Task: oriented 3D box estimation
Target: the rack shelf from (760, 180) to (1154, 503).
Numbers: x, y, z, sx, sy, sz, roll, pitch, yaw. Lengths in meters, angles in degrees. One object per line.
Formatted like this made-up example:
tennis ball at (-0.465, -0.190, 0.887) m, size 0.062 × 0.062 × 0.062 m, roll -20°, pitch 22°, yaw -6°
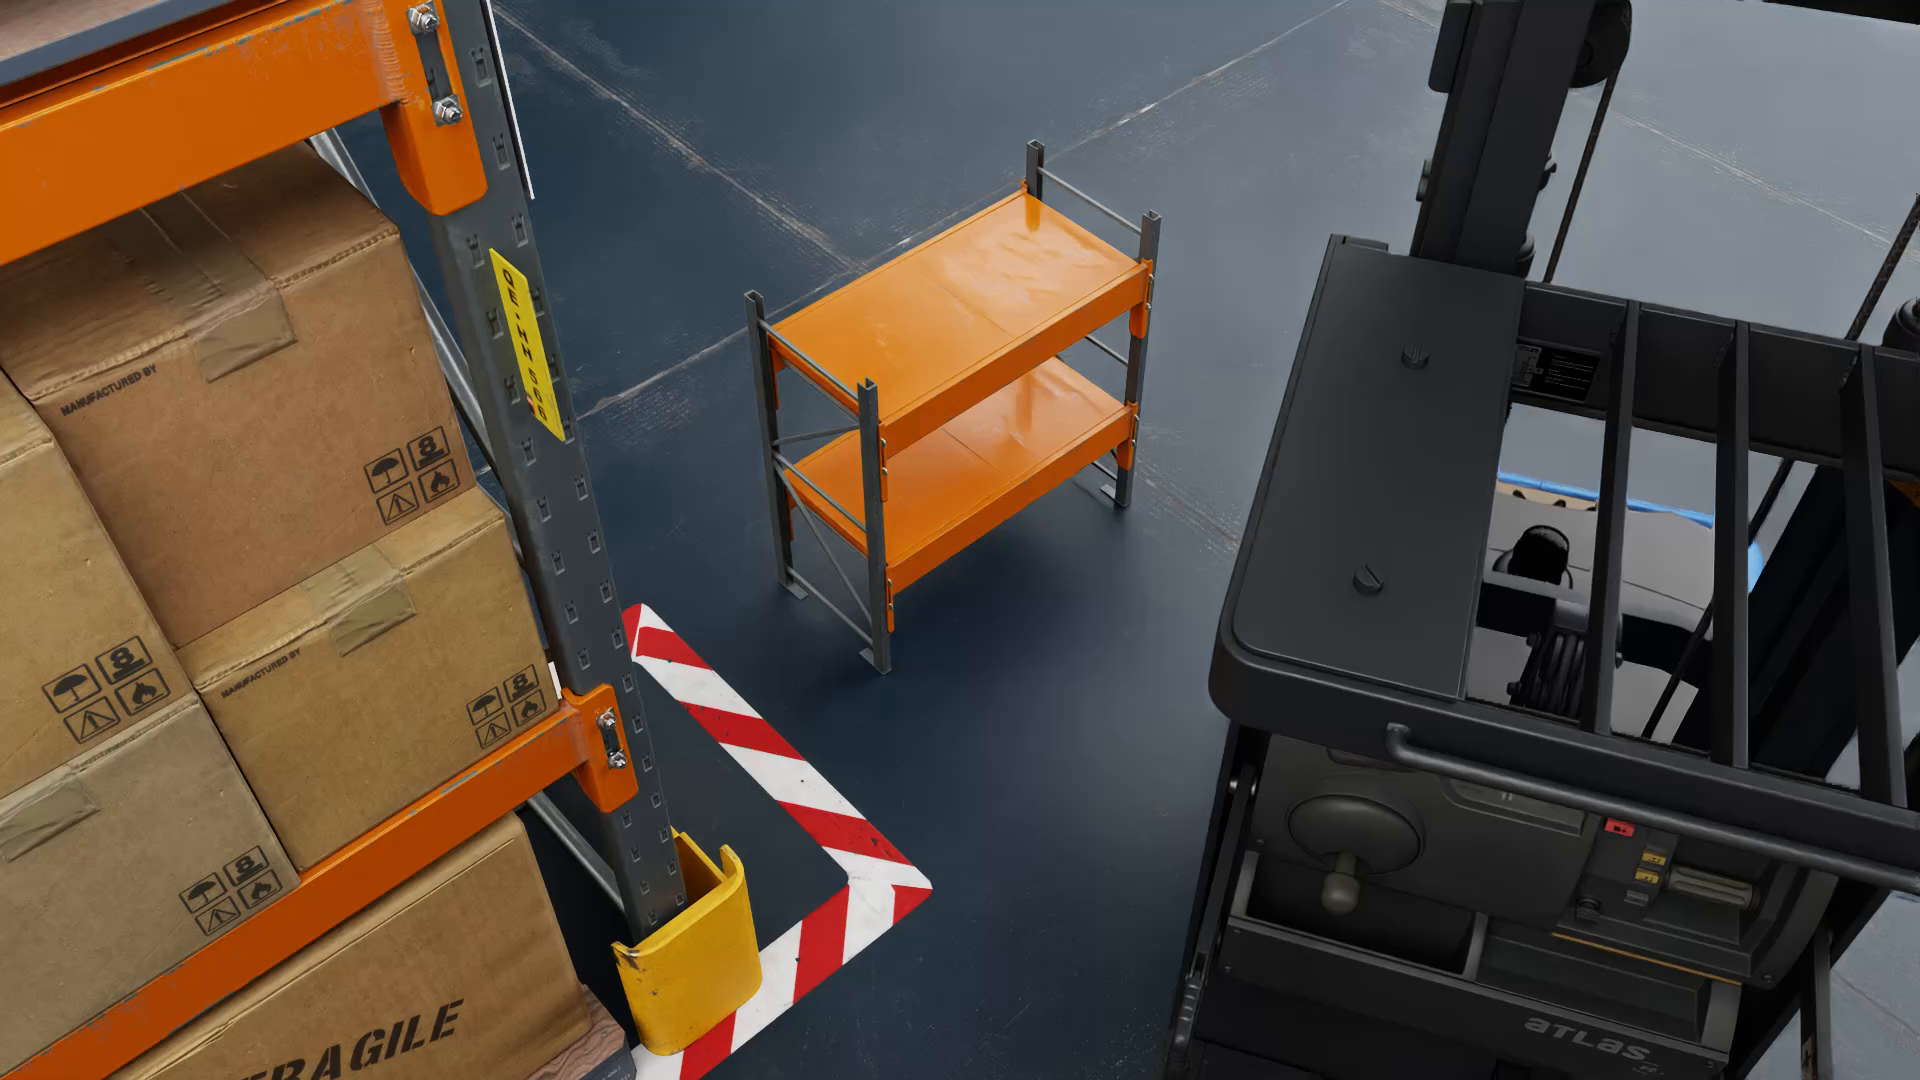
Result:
rack shelf at (-0.005, -0.577, 4.618) m, size 1.000 × 0.278 × 0.538 m, roll -34°, pitch 56°, yaw -27°

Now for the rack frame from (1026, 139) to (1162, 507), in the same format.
rack frame at (0.371, -0.629, 5.065) m, size 0.032 × 1.125 × 0.500 m, roll -34°, pitch 56°, yaw -27°

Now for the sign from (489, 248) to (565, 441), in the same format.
sign at (-0.658, -0.292, 2.530) m, size 0.005 × 0.325 × 0.100 m, roll -34°, pitch 56°, yaw -27°

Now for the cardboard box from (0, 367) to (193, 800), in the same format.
cardboard box at (-1.658, -0.054, 2.422) m, size 0.550 × 0.550 × 0.875 m, roll -34°, pitch 56°, yaw -27°

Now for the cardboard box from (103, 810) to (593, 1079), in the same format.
cardboard box at (-1.470, 0.828, 3.605) m, size 0.875 × 0.875 × 0.875 m, roll -33°, pitch 56°, yaw -27°

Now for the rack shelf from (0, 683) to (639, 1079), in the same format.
rack shelf at (-2.492, 1.112, 2.673) m, size 4.000 × 0.370 × 1.077 m, roll -34°, pitch 56°, yaw -27°

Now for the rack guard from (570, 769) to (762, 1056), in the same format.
rack guard at (-0.995, 0.715, 4.250) m, size 0.348 × 0.500 × 1.175 m, roll -34°, pitch 56°, yaw -27°

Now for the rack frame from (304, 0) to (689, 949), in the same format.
rack frame at (-1.013, -0.121, 3.321) m, size 0.127 × 3.000 × 1.000 m, roll -34°, pitch 56°, yaw -27°

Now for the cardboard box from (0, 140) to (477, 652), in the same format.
cardboard box at (-1.313, -0.376, 2.719) m, size 0.550 × 0.550 × 0.875 m, roll -34°, pitch 56°, yaw -27°

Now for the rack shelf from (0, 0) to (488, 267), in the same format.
rack shelf at (-2.492, 0.095, 1.570) m, size 4.000 × 0.370 × 1.077 m, roll -34°, pitch 56°, yaw -27°

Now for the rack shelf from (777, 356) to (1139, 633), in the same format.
rack shelf at (-0.005, -0.212, 5.013) m, size 1.000 × 0.278 × 0.538 m, roll -34°, pitch 56°, yaw -27°

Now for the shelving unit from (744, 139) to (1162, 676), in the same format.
shelving unit at (-0.005, -0.378, 4.834) m, size 1.048 × 1.125 × 0.538 m, roll -34°, pitch 56°, yaw -27°

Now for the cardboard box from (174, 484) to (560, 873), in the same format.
cardboard box at (-1.257, 0.036, 3.074) m, size 0.550 × 0.550 × 0.875 m, roll -34°, pitch 56°, yaw -27°

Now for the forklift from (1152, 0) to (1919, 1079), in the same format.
forklift at (0.922, 0.616, 2.687) m, size 1.130 × 2.935 × 3.031 m, roll 13°, pitch 49°, yaw 12°

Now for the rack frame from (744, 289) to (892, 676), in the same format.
rack frame at (-0.381, -0.127, 4.602) m, size 0.032 × 1.125 × 0.500 m, roll -34°, pitch 56°, yaw -27°

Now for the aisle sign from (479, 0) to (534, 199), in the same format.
aisle sign at (-0.758, -0.875, 2.247) m, size 0.004 × 0.787 × 0.394 m, roll -34°, pitch 56°, yaw -27°

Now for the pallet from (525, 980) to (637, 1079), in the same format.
pallet at (-1.552, 1.262, 3.942) m, size 1.213 × 0.211 × 1.003 m, roll -34°, pitch 56°, yaw -27°

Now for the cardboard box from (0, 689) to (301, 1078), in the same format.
cardboard box at (-1.649, 0.320, 2.812) m, size 0.550 × 0.550 × 0.875 m, roll -34°, pitch 56°, yaw -27°
